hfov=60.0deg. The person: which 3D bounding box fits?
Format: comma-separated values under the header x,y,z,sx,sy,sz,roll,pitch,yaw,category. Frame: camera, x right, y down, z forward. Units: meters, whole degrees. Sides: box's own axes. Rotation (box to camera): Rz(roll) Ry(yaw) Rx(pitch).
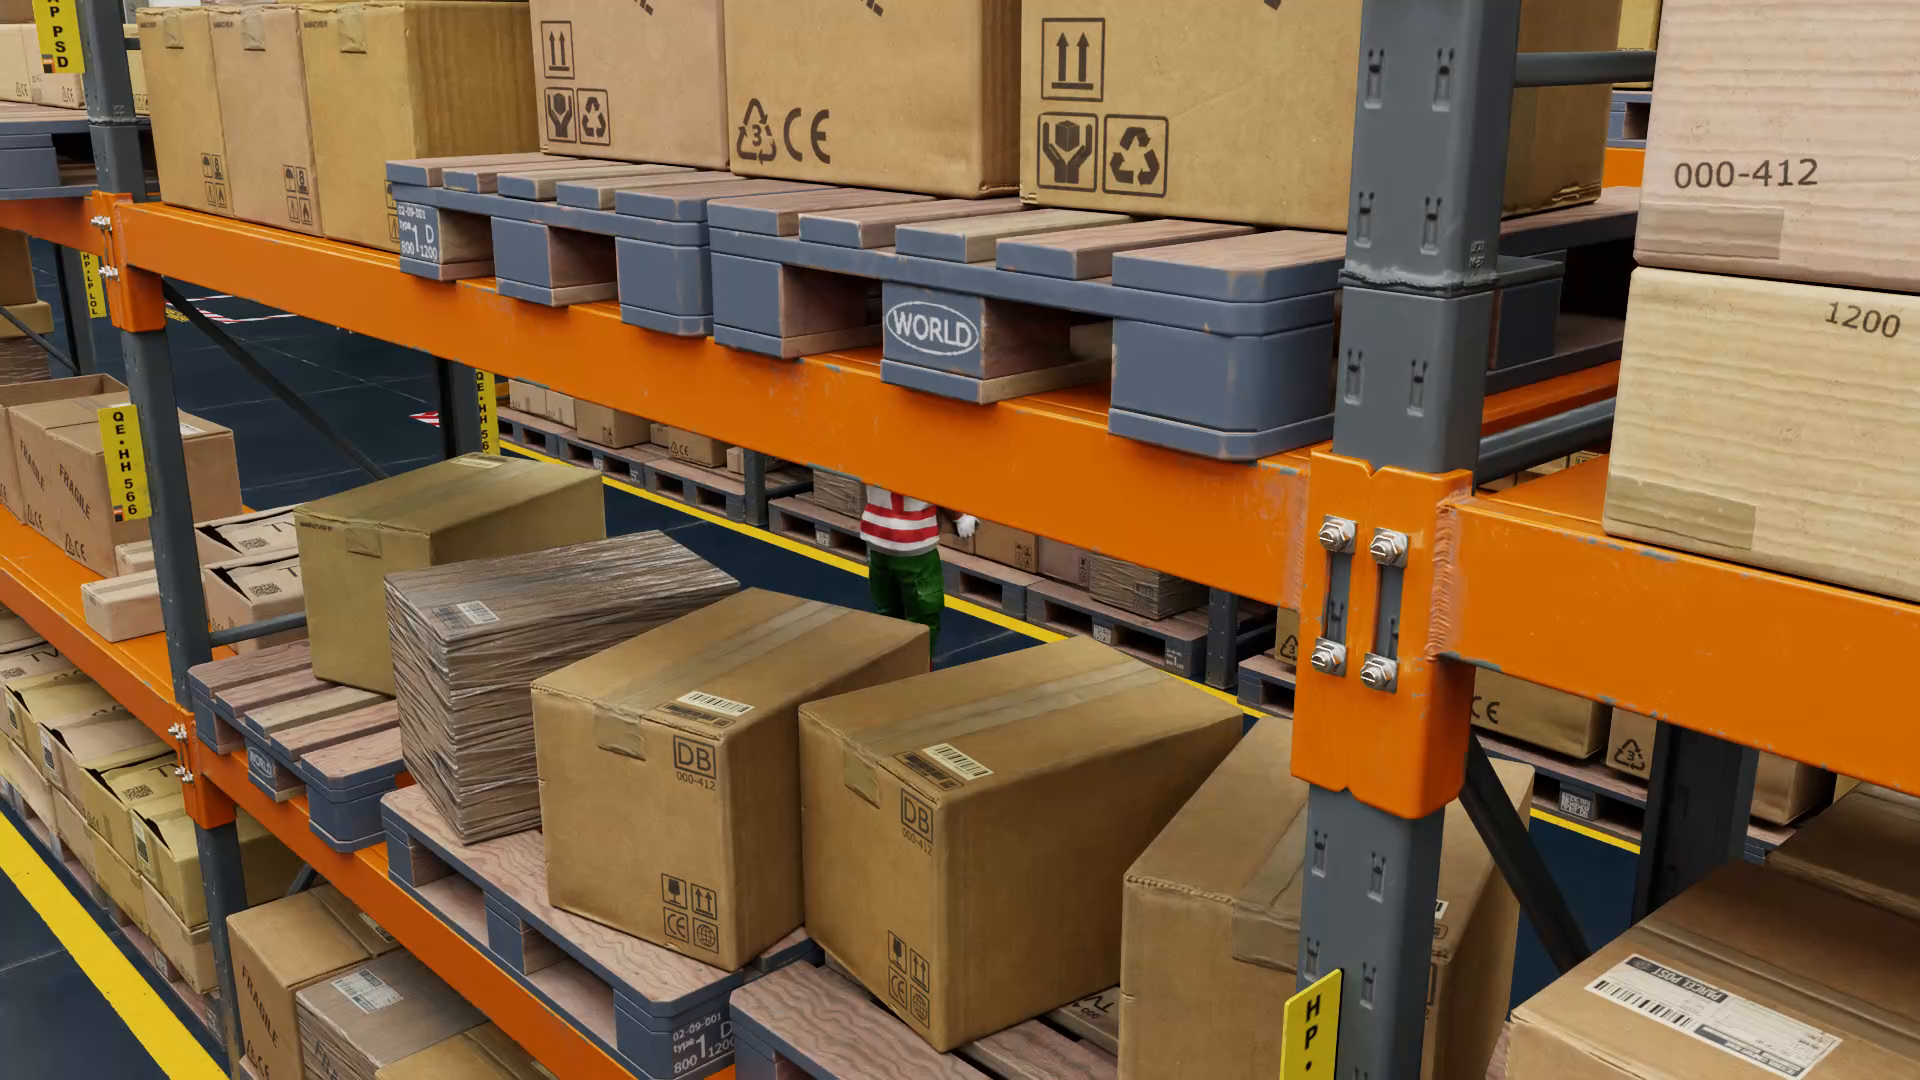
x,y,z,sx,sy,sz,roll,pitch,yaw,category
-0.212,0.006,7.996,0.560,1.782,0.494,-15,23,-40,person
